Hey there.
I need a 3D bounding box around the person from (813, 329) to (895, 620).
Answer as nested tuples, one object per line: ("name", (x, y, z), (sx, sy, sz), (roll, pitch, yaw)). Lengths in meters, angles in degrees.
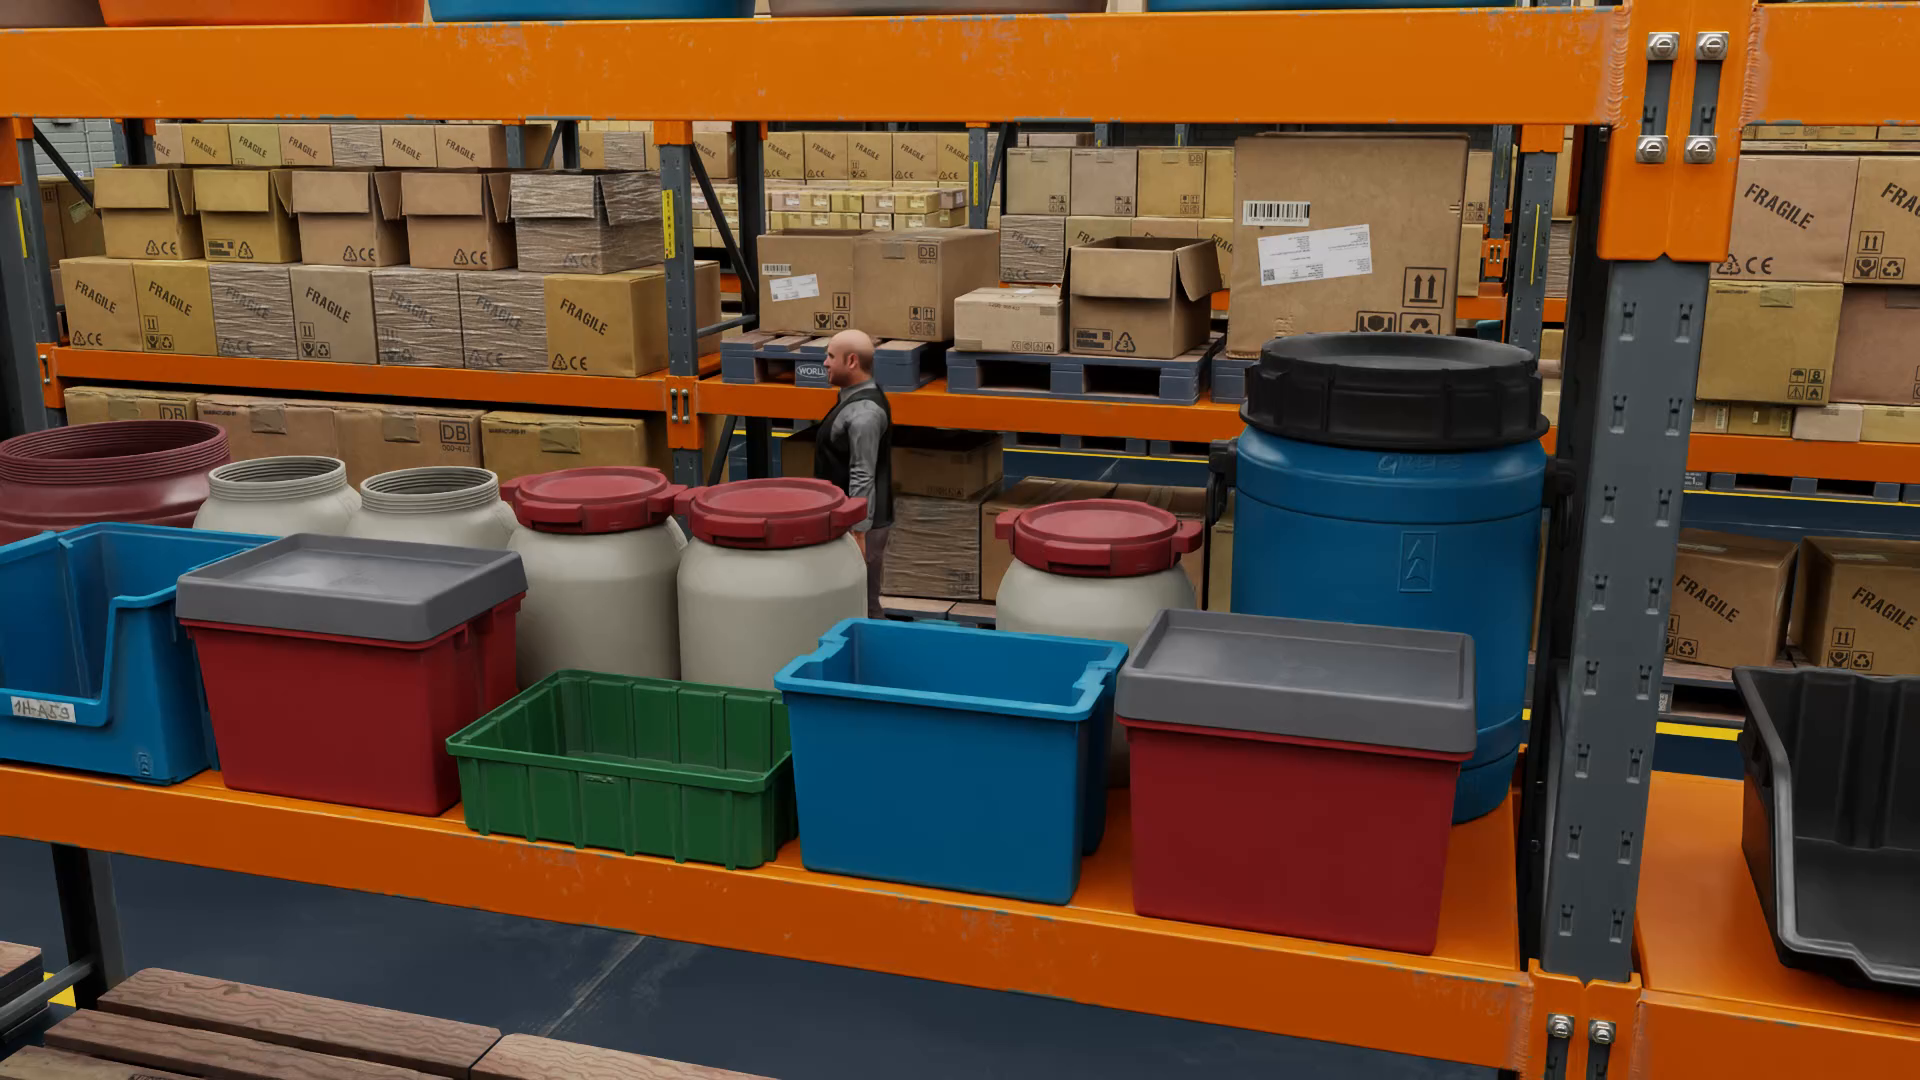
("person", (-0.577, -0.051, 7.233), (0.605, 1.723, 0.564), (0, 15, -1))
